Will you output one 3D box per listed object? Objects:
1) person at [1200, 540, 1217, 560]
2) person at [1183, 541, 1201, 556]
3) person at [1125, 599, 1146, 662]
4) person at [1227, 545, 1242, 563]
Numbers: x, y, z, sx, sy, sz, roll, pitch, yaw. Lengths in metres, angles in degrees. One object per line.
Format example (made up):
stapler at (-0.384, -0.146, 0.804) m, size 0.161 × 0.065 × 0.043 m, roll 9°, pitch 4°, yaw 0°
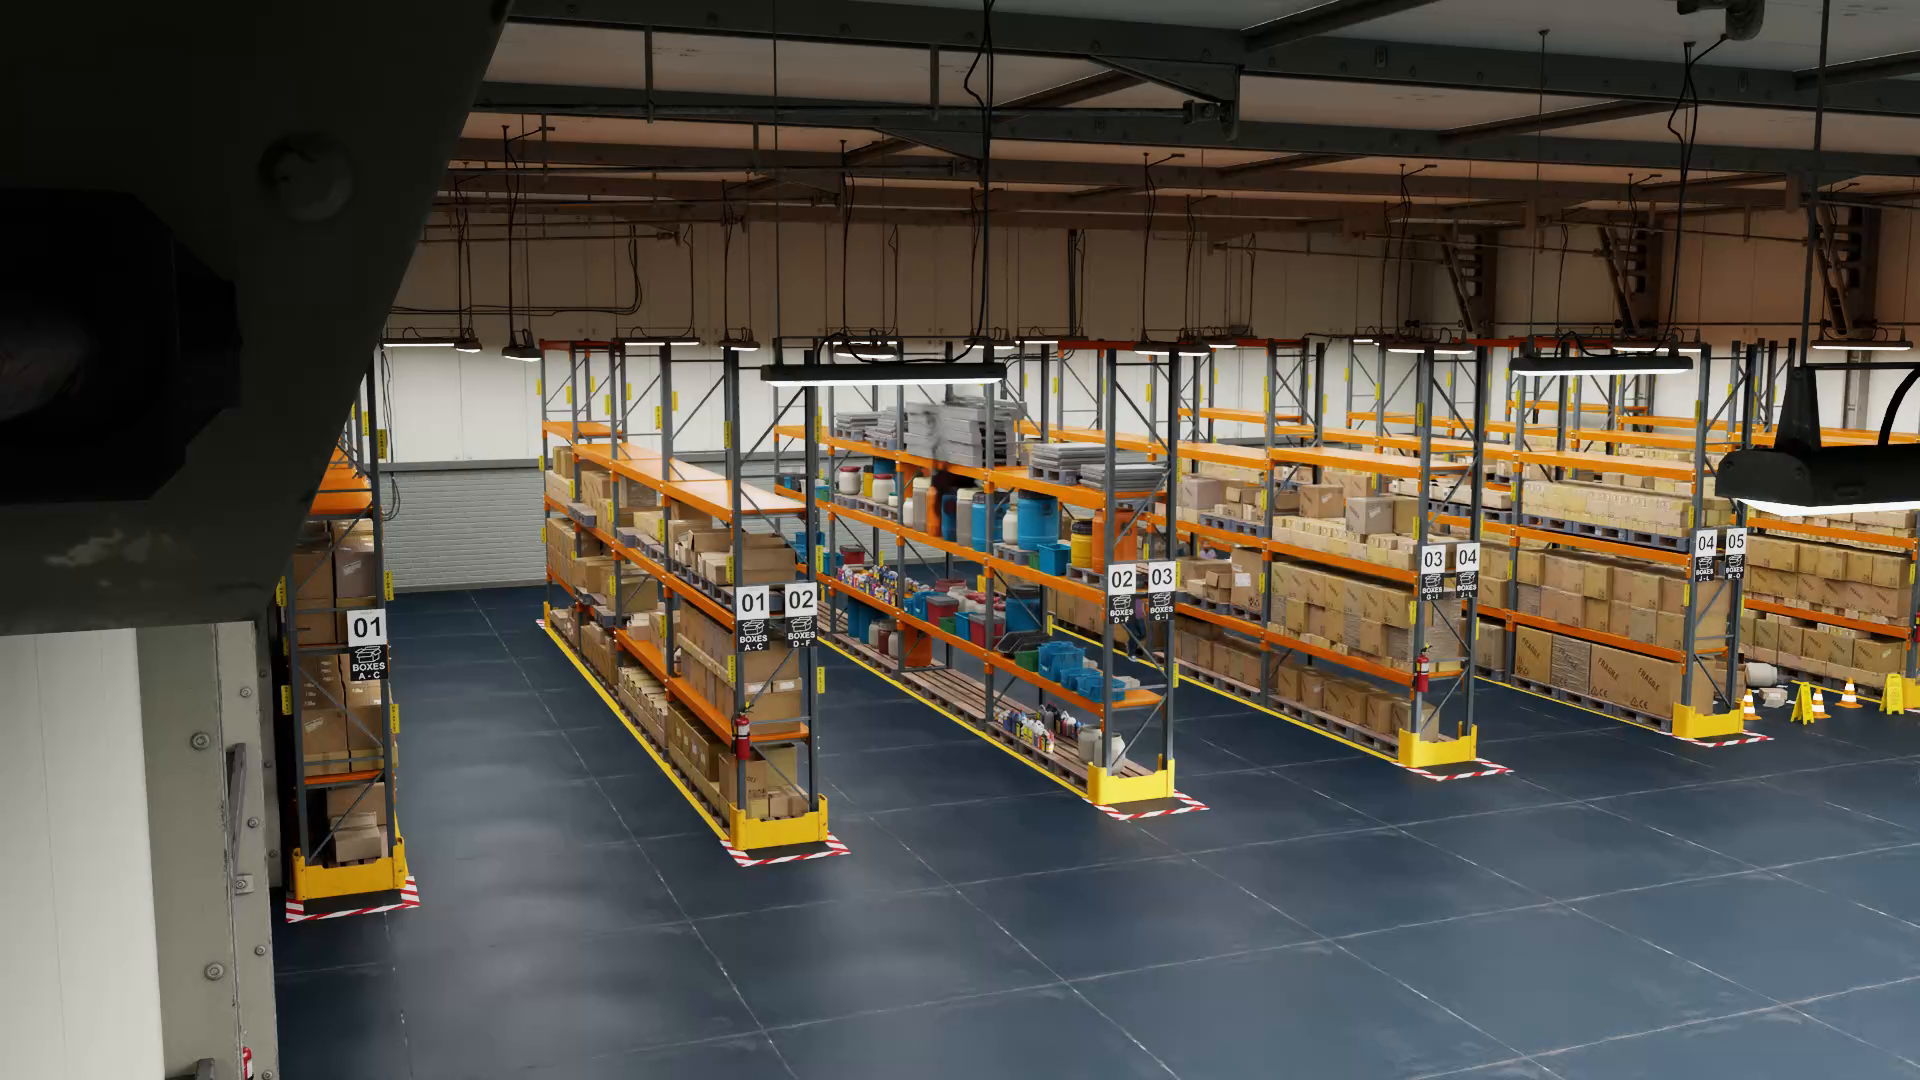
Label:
person at (5.399, 0.787, 36.430) m, size 0.606 × 1.590 × 0.811 m, roll -2°, pitch 8°, yaw -15°
person at (5.864, 0.061, 41.938) m, size 0.536 × 1.651 × 0.700 m, roll 3°, pitch 8°, yaw 19°
person at (3.118, 1.404, 29.742) m, size 0.512 × 1.565 × 0.491 m, roll -3°, pitch 8°, yaw -24°
person at (5.919, 0.927, 35.353) m, size 0.620 × 1.634 × 0.782 m, roll -3°, pitch 8°, yaw -23°
